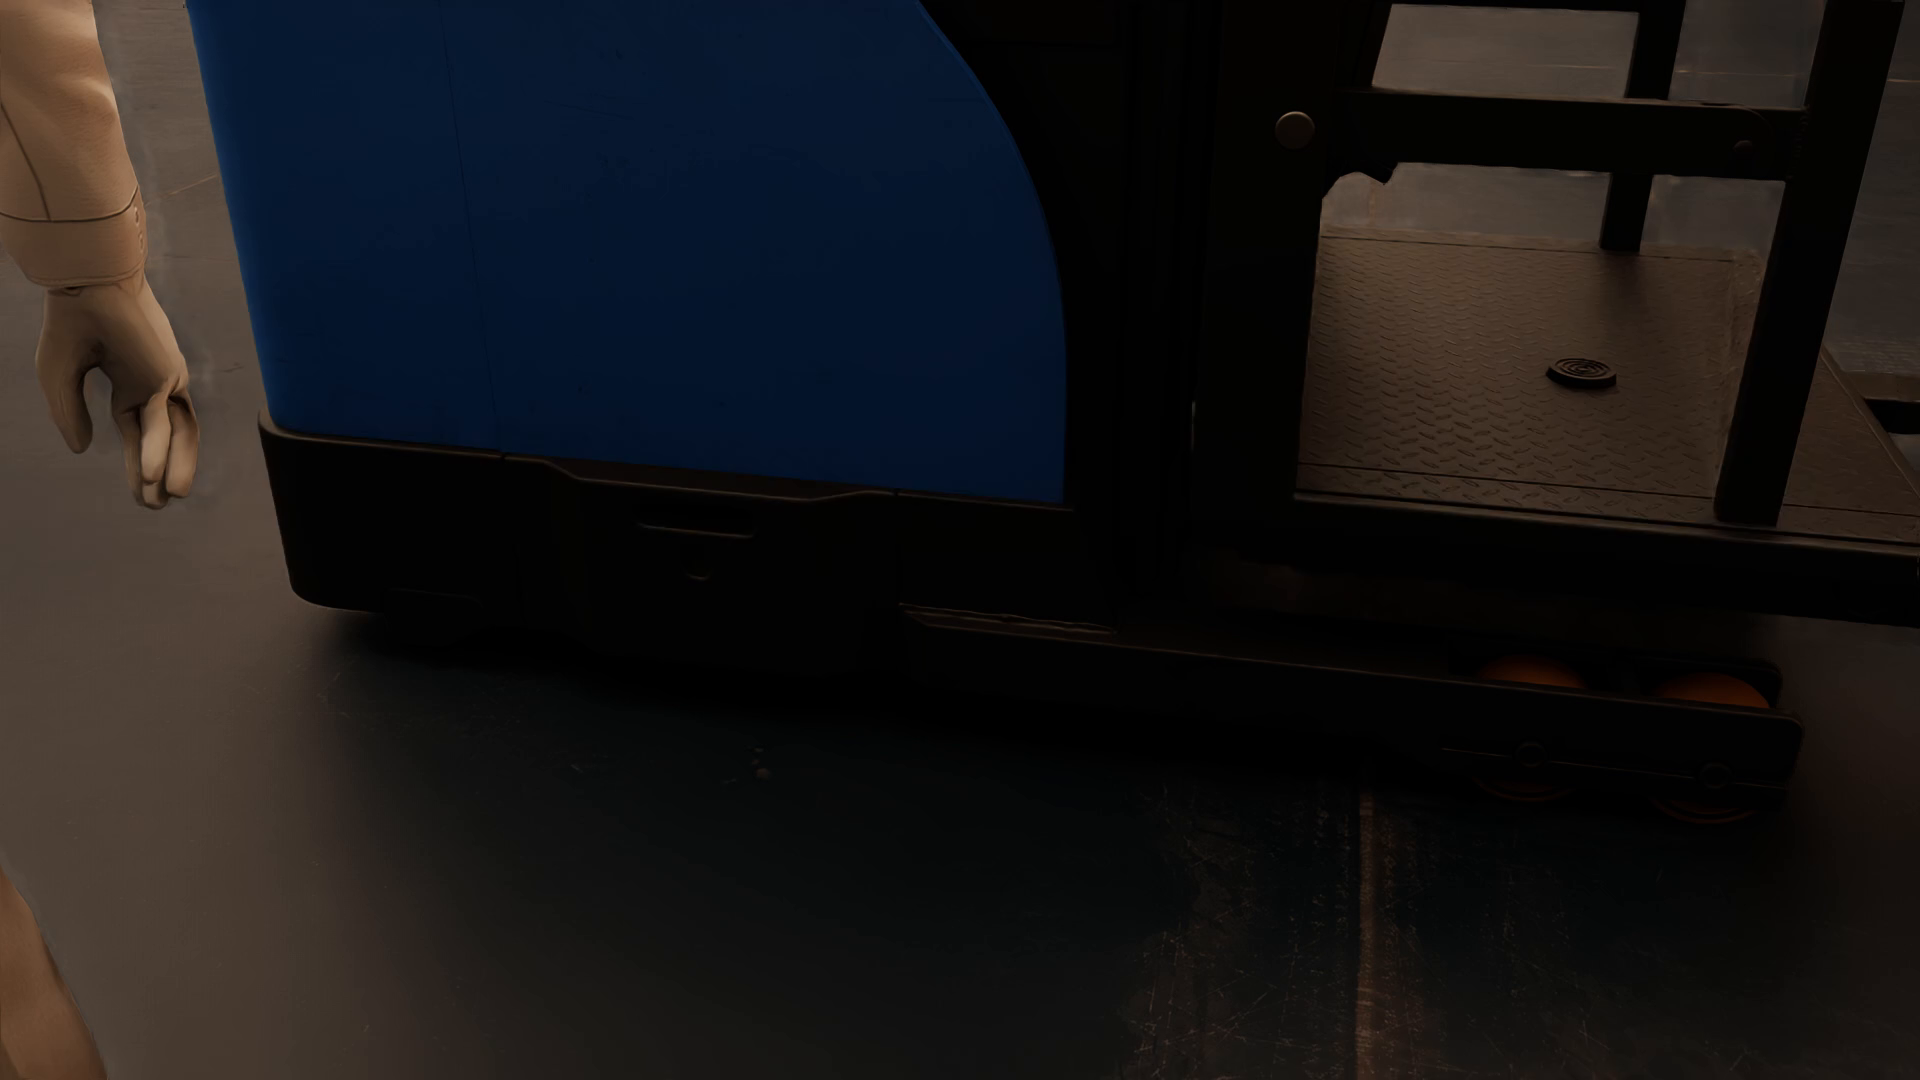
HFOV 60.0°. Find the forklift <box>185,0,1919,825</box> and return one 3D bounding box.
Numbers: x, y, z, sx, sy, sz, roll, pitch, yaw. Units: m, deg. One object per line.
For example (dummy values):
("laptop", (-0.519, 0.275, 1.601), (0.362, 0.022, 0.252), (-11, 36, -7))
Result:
("forklift", (0.668, -1.252, 1.728), (3.031, 2.935, 1.130), (6, 27, 11))

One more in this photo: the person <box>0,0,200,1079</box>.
("person", (-0.736, -0.058, 0.800), (0.374, 1.641, 0.718), (15, 31, 28))
